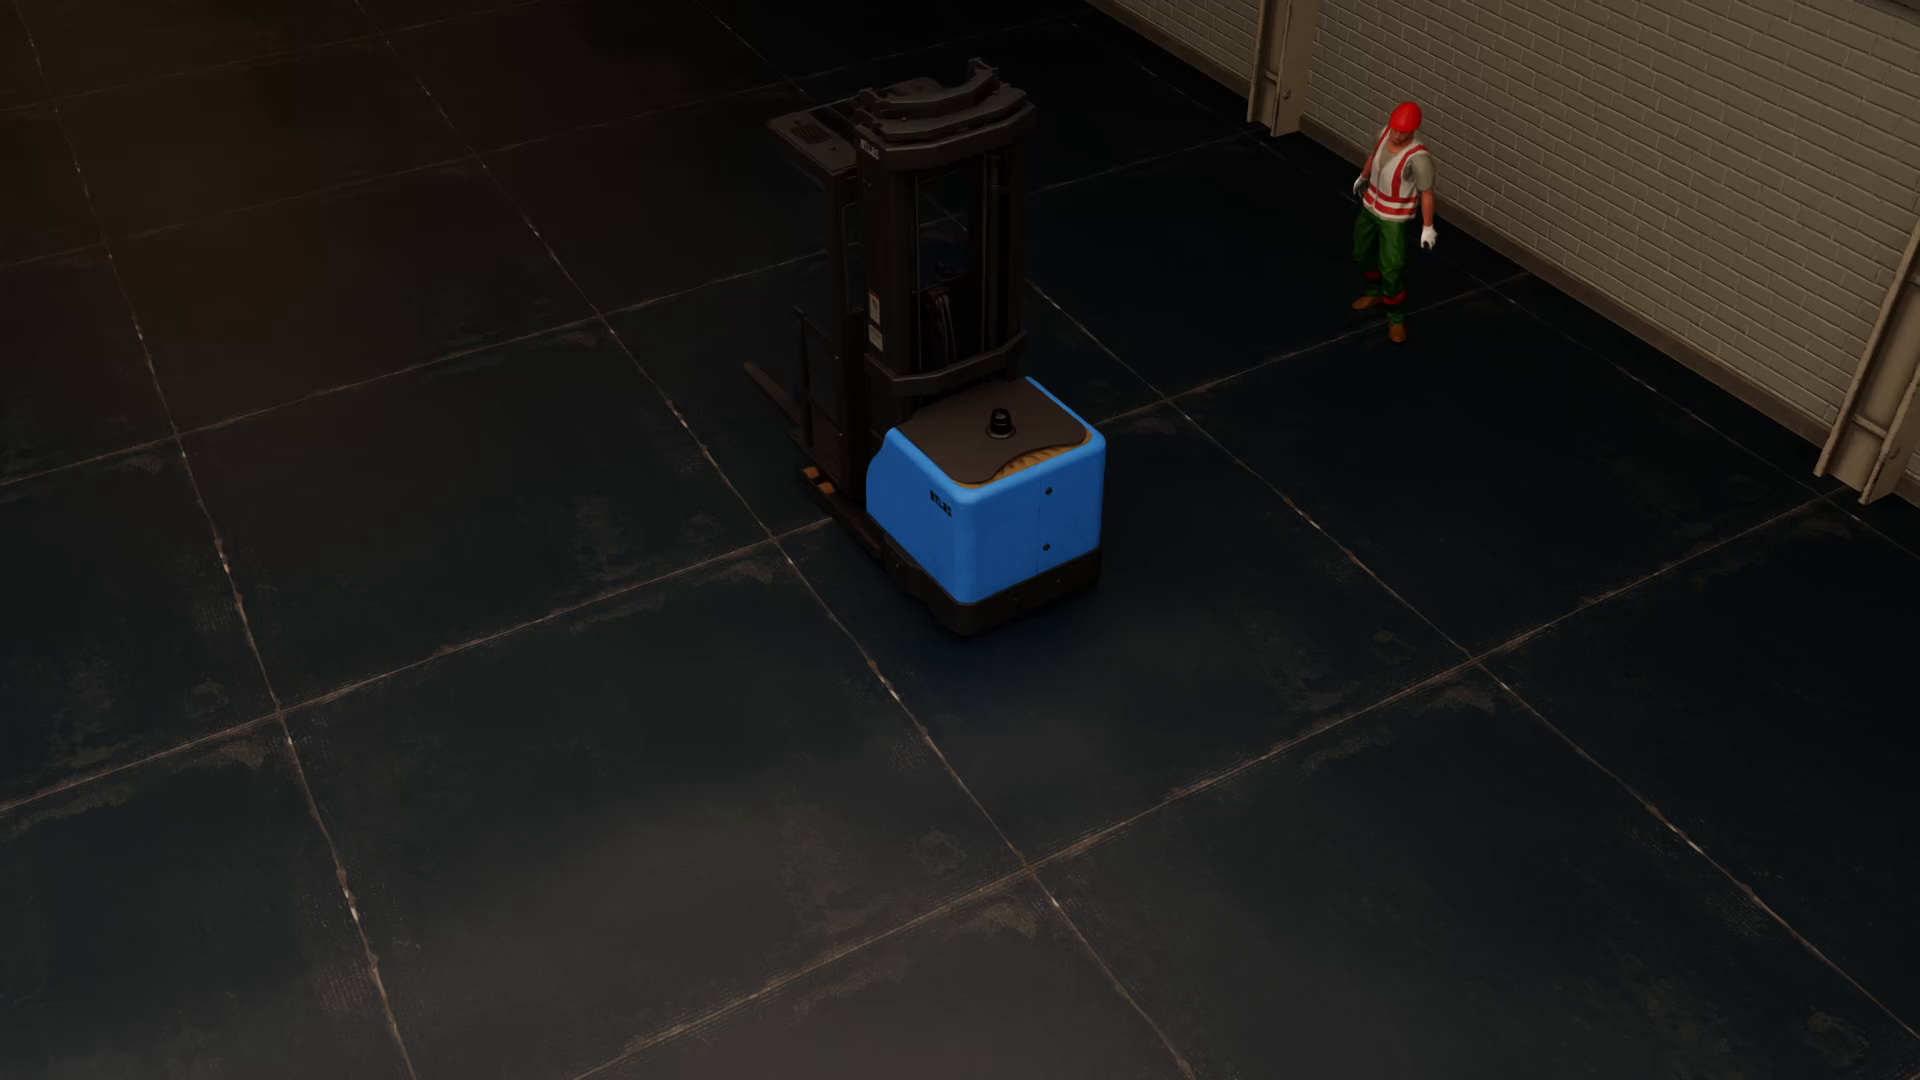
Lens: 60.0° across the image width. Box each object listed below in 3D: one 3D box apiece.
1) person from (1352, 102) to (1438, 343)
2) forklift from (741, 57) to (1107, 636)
[{"bbox_3d":[3.047,-2.334,11.814,0.465,1.749,0.887,-17,43,-20],"label":"person"},{"bbox_3d":[-0.391,-1.484,9.825,1.130,2.935,3.031,-23,45,-25],"label":"forklift"}]
